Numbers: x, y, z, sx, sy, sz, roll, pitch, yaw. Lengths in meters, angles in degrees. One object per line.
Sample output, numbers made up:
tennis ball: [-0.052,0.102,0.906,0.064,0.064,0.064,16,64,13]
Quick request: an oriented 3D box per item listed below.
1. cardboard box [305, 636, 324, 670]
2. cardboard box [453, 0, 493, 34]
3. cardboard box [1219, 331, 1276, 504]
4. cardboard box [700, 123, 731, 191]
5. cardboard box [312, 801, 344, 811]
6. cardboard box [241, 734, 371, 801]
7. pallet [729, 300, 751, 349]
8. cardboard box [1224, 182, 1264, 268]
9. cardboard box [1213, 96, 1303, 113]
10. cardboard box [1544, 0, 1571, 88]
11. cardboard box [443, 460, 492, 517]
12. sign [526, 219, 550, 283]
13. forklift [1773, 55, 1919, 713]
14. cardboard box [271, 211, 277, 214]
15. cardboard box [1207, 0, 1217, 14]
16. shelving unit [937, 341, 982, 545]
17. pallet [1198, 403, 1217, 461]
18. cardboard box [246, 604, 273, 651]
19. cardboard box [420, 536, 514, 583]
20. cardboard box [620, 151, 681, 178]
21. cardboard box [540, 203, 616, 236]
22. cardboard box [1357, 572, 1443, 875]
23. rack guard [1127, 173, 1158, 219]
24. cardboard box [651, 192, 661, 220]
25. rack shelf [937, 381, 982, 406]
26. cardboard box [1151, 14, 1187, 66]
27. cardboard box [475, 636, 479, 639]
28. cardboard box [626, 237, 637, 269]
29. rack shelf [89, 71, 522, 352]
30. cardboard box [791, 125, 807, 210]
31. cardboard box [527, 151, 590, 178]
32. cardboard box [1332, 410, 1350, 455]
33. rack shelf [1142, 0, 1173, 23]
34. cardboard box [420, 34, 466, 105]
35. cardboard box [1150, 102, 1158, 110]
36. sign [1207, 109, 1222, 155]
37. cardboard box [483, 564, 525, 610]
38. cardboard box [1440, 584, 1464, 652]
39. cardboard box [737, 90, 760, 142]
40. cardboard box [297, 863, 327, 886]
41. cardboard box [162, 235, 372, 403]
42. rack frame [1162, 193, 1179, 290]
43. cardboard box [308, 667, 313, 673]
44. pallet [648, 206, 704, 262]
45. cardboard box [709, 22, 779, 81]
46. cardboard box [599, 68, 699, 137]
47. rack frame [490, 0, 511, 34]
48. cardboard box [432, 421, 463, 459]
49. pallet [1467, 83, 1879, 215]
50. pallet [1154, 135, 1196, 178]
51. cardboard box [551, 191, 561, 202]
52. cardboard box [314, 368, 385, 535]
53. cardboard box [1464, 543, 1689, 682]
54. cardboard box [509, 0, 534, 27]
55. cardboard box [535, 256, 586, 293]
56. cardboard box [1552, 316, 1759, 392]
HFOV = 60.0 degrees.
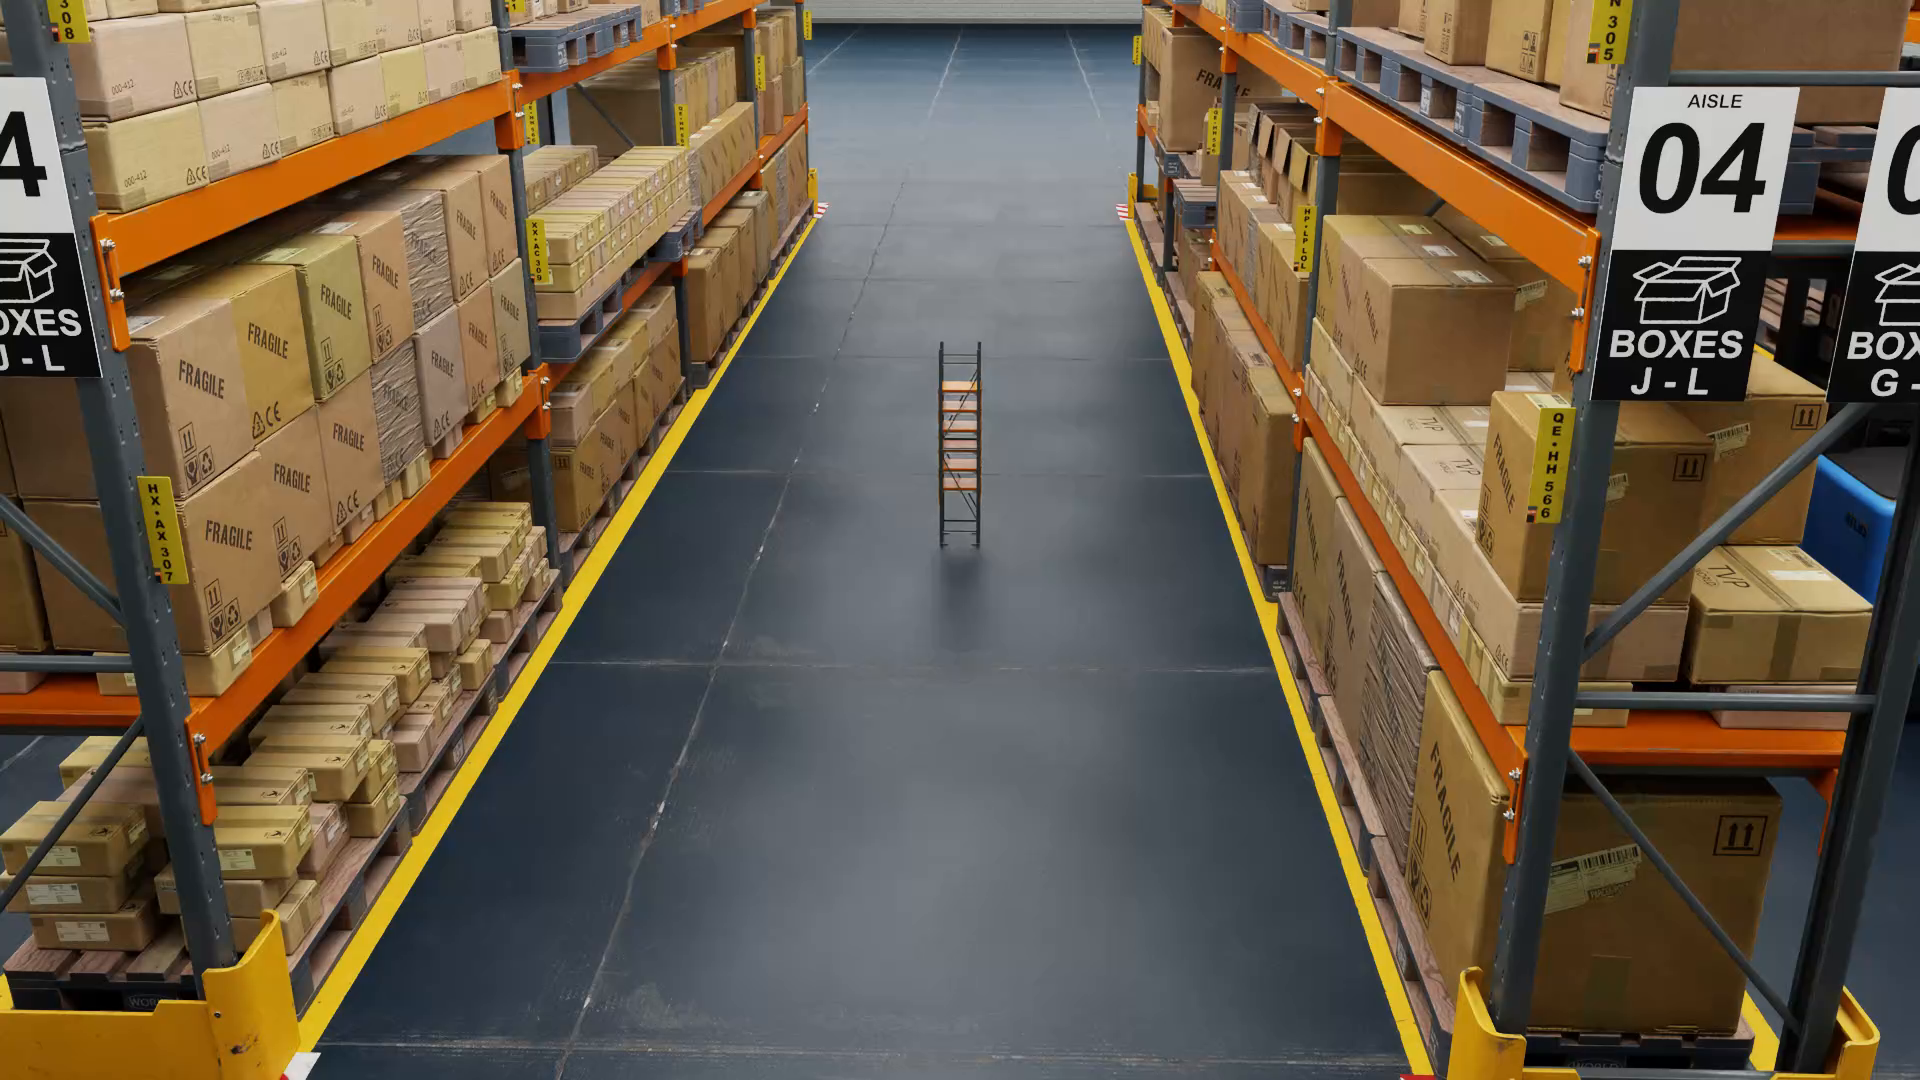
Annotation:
cardboard box: [-2.992,0.468,7.213,0.380,0.149,0.250,1,21,2]
cardboard box: [-2.461,-2.466,7.608,0.500,0.250,0.500,0,21,-1]
cardboard box: [2.279,-0.743,10.155,1.225,0.875,0.875,0,21,0]
cardboard box: [-2.251,-3.273,14.180,0.500,0.500,0.500,0,21,1]
cardboard box: [-2.567,0.992,6.275,0.380,0.149,0.250,1,21,2]
cardboard box: [-2.444,0.851,6.226,0.380,0.149,0.250,1,21,1]
pallet: [-2.441,-1.945,14.750,1.003,0.211,1.213,1,21,2]
cardboard box: [2.075,-2.117,11.200,0.500,0.500,0.500,0,21,0]
cardboard box: [2.536,-3.492,14.159,0.797,0.503,0.637,3,21,7]
cardboard box: [2.231,-1.615,5.042,0.700,0.500,0.500,0,21,0]
cardboard box: [-2.931,-0.375,9.725,0.500,0.500,0.500,0,21,1]
sign: [-2.159,-1.475,8.487,0.100,0.325,0.005,1,21,2]
forklift: [4.709,-1.037,8.649,1.130,2.935,3.031,1,21,3]
cardboard box: [-3.006,-1.196,7.033,0.500,0.500,0.500,1,21,3]
cardboard box: [2.146,-4.112,12.541,0.500,0.250,0.500,1,21,1]
shelving unit: [0.000,-0.565,9.825,0.258,1.200,0.189,1,21,2]
pallet: [2.275,-0.845,11.916,1.003,0.211,1.213,1,21,2]
cardboard box: [-2.519,0.283,5.501,0.380,0.149,0.250,1,21,4]
cardboard box: [-2.421,0.096,8.173,0.380,0.149,0.250,0,21,1]
cardboard box: [-2.146,-2.604,11.537,0.380,0.149,0.250,0,21,1]
cardboard box: [-2.207,-1.852,9.599,0.380,0.149,0.250,0,21,1]
cardboard box: [2.099,0.696,6.444,0.875,0.875,0.875,1,21,2]
rack guard: [2.616,-4.129,19.980,1.175,0.500,0.348,1,21,2]
cardboard box: [-2.170,-2.182,10.862,0.380,0.149,0.250,0,21,1]
rack shelf: [0.000,-0.859,9.711,0.258,0.103,0.180,1,21,2]
cardboard box: [2.284,-5.235,17.444,0.500,0.500,0.500,1,21,2]
cardboard box: [-2.537,0.488,7.986,0.380,0.149,0.250,0,21,0]
cardboard box: [-2.195,-1.763,10.192,0.380,0.149,0.250,0,21,1]
rack shelf: [-2.762,-1.414,6.375,1.077,0.370,4.000,1,21,2]
cardboard box: [-2.291,-4.373,19.508,0.875,0.875,0.875,1,21,2]
cardboard box: [-2.793,-2.615,11.565,0.380,0.149,0.250,0,21,0]
cardboard box: [1.890,-0.478,7.461,0.380,0.149,0.250,0,21,0]
rack shelf: [2.557,-5.662,17.323,1.077,0.370,4.000,1,21,2]
cardboard box: [-2.473,-2.042,7.206,0.500,0.250,0.500,1,21,1]
cardboard box: [2.335,-4.834,18.687,0.380,0.149,0.250,1,21,2]
sign: [1.832,-2.935,11.956,0.100,0.325,0.005,1,21,2]
cardboard box: [-2.380,0.233,8.232,0.380,0.149,0.250,0,21,0]
cardboard box: [1.828,0.262,5.553,0.380,0.149,0.250,1,21,2]
cardboard box: [-2.459,-4.171,16.423,0.875,0.550,0.550,1,21,2]
cardboard box: [-2.561,1.224,6.089,0.380,0.149,0.250,1,21,1]
cardboard box: [-2.497,-0.809,6.037,0.500,0.500,0.500,0,21,0]
rack frame: [2.496,-3.876,15.872,1.000,3.000,0.127,1,21,2]
cardboard box: [-3.068,0.605,7.273,0.380,0.149,0.250,1,21,2]
pallet: [-2.495,-2.173,11.747,1.213,0.211,1.003,1,21,2]
cardboard box: [-2.358,-5.067,17.242,0.875,0.550,0.550,1,21,2]
cardboard box: [-2.529,-3.564,13.548,0.700,0.500,0.500,0,21,1]
rack frame: [-2.701,-3.871,7.566,1.000,3.000,0.127,1,21,2]
cardboard box: [-2.454,-0.470,7.440,0.380,0.149,0.250,0,21,-1]
pallet: [2.144,-1.163,4.854,1.003,0.211,1.213,1,21,2]
pallet: [2.328,-3.512,15.198,1.003,0.211,1.213,1,21,2]
cardboard box: [-2.822,-2.190,10.881,0.380,0.149,0.250,1,21,2]
cardboard box: [-2.515,-0.344,6.218,0.500,0.500,0.500,1,21,2]
cardboard box: [1.881,0.216,5.122,0.500,0.250,0.500,0,21,1]
cardboard box: [-2.580,-2.851,8.365,0.700,0.500,0.500,1,21,2]
cardboard box: [-2.230,-1.429,8.921,0.380,0.149,0.250,1,21,2]
cardboard box: [2.441,-0.494,5.916,0.500,0.500,0.500,0,21,0]
